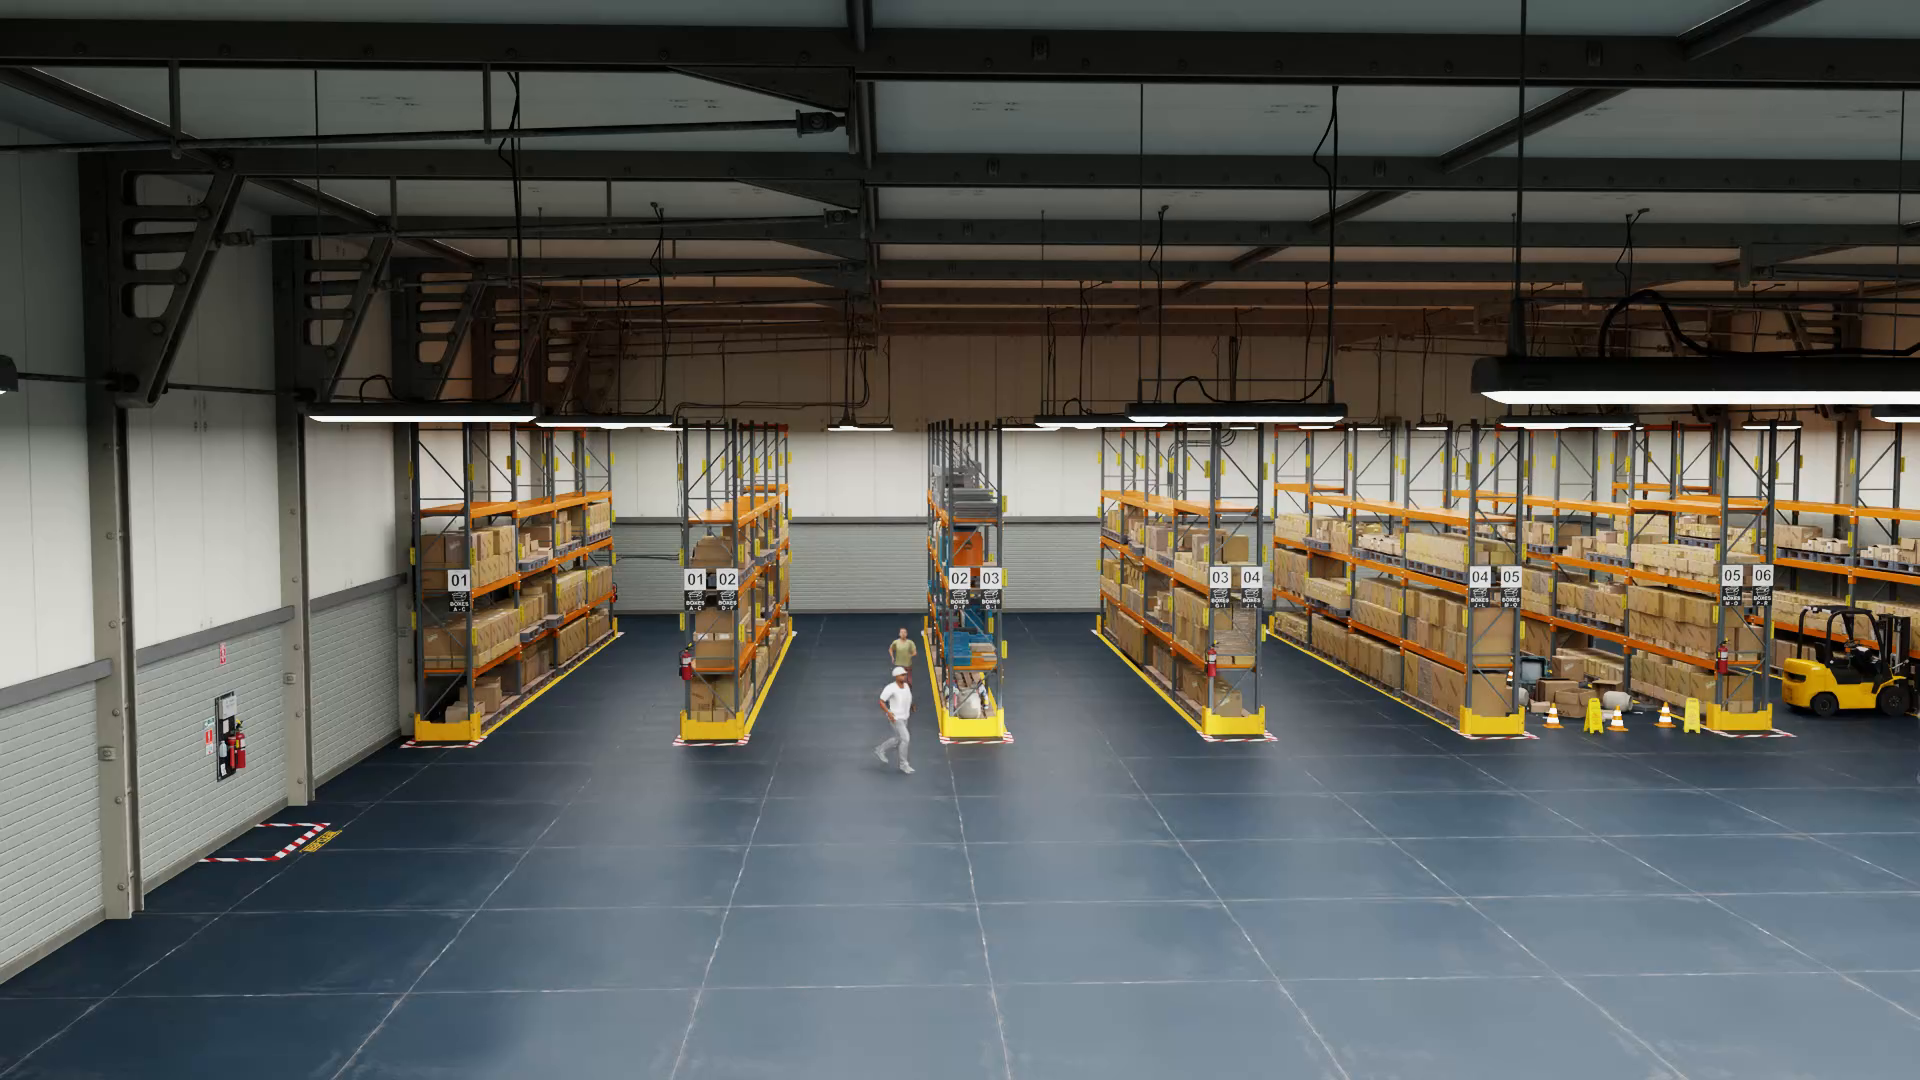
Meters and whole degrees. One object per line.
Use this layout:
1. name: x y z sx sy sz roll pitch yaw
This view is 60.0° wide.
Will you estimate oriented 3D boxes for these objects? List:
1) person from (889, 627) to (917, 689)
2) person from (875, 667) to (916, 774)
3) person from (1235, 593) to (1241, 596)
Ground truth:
1. person: -1.198 2.661 35.046 0.590 1.625 0.844 0 4 -5
2. person: -1.090 3.031 28.241 0.847 1.786 0.696 2 4 30
3. person: 8.160 1.841 48.766 0.686 1.614 0.752 -1 4 -14
